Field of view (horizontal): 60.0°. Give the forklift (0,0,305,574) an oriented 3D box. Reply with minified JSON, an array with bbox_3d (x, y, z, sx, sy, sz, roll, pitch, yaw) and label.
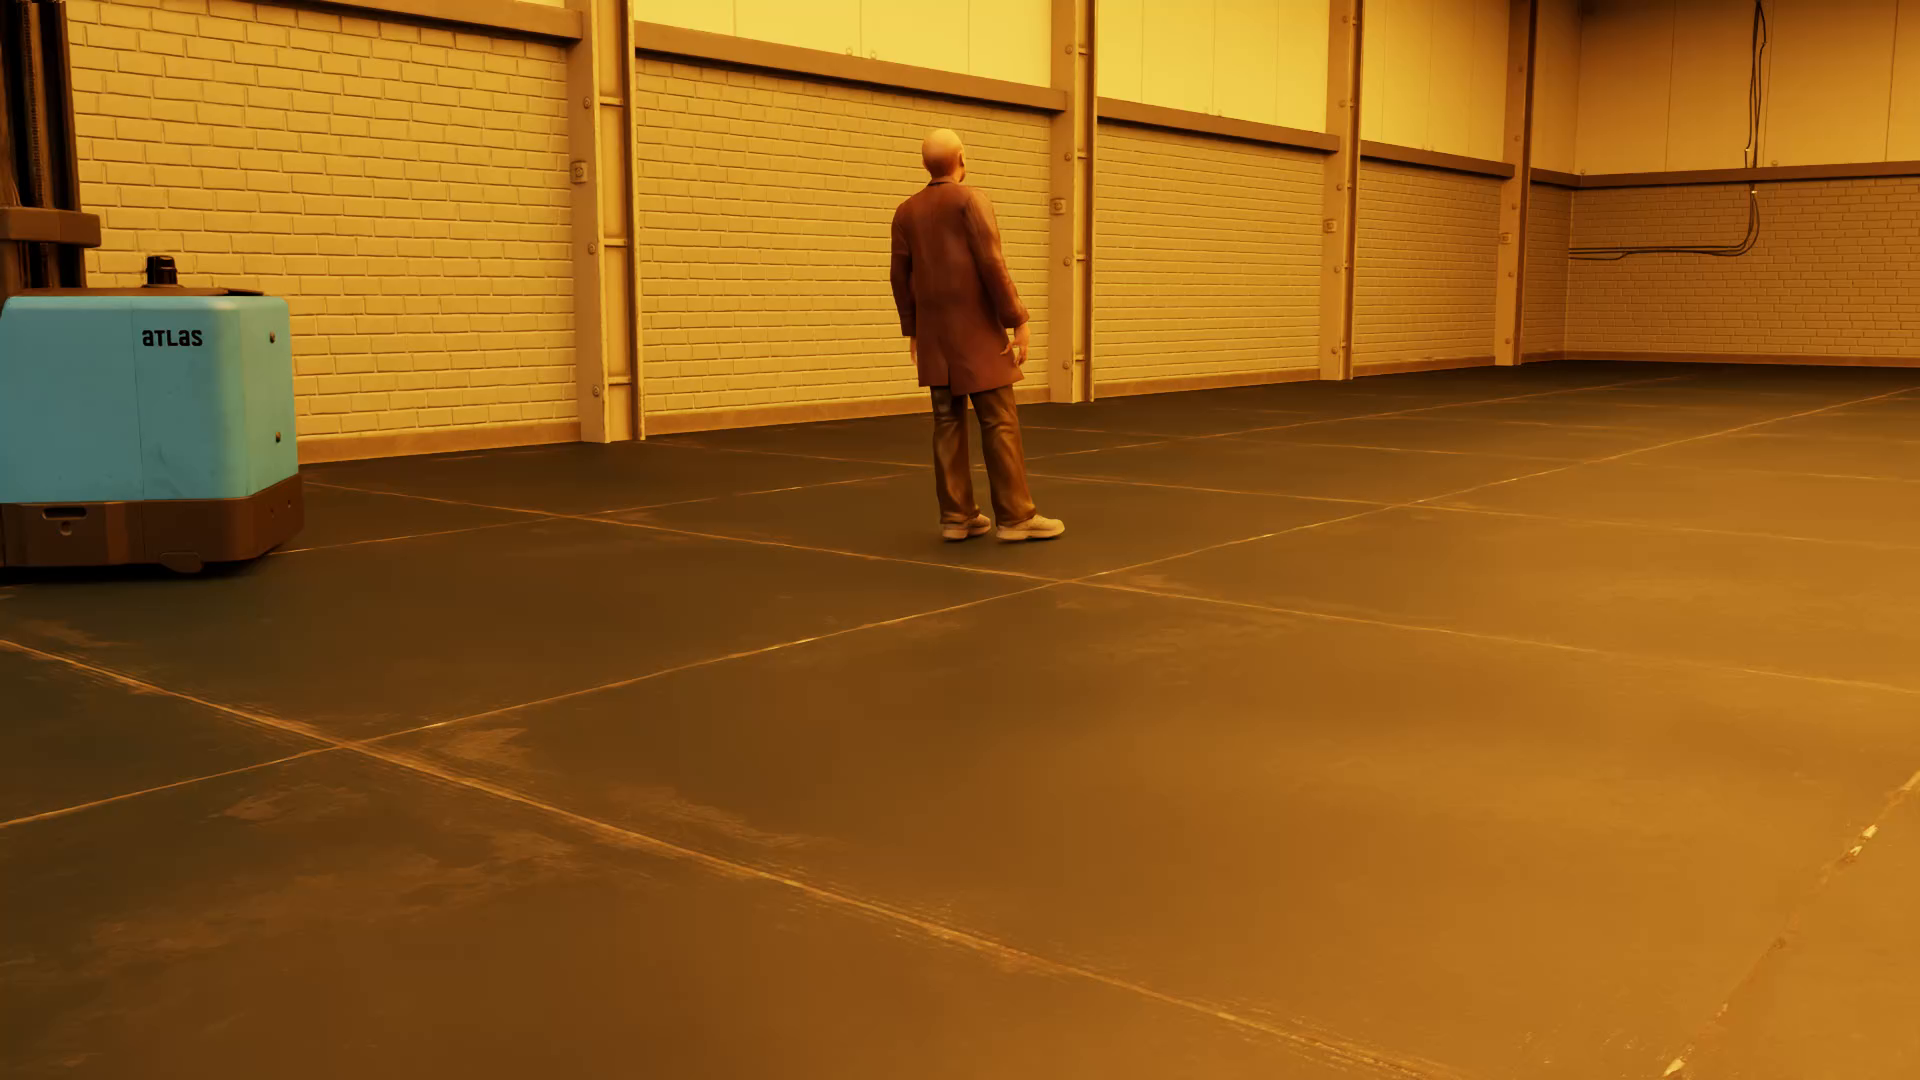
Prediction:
[{"bbox_3d":[-4.292,-1.337,6.417,3.031,2.935,1.130,-1,8,-10],"label":"forklift"}]

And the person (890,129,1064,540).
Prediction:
[{"bbox_3d":[0.061,-0.897,7.342,0.696,1.776,0.582,7,11,38],"label":"person"}]
